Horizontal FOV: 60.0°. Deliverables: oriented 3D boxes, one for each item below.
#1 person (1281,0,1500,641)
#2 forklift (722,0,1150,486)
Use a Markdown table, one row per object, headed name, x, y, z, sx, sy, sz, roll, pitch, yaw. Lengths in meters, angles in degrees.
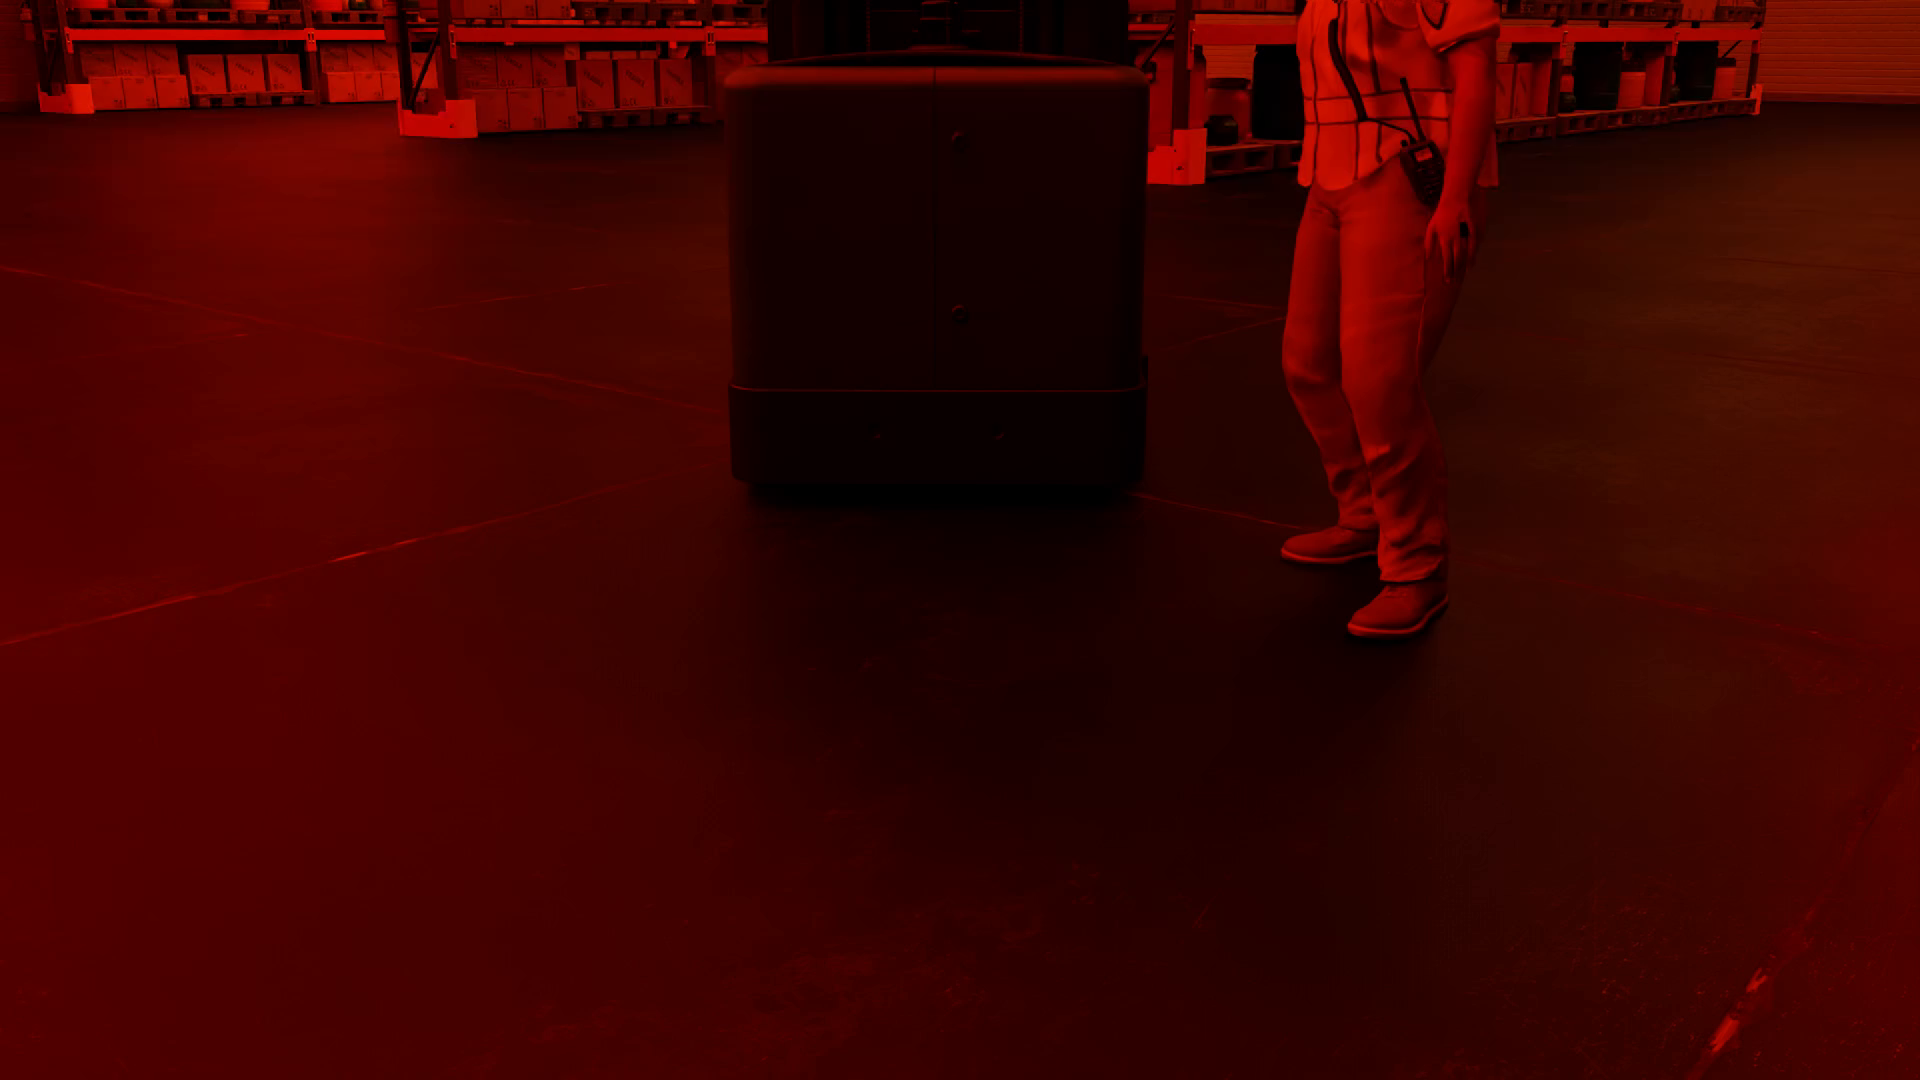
| name | x | y | z | sx | sy | sz | roll | pitch | yaw |
| --- | --- | --- | --- | --- | --- | --- | --- | --- | --- |
| person | 0.865 | -0.693 | 3.424 | 0.466 | 1.639 | 0.796 | -3 | 17 | -11 |
| forklift | -0.032 | -1.910 | 5.188 | 1.130 | 2.935 | 3.031 | 0 | 17 | 1 |
